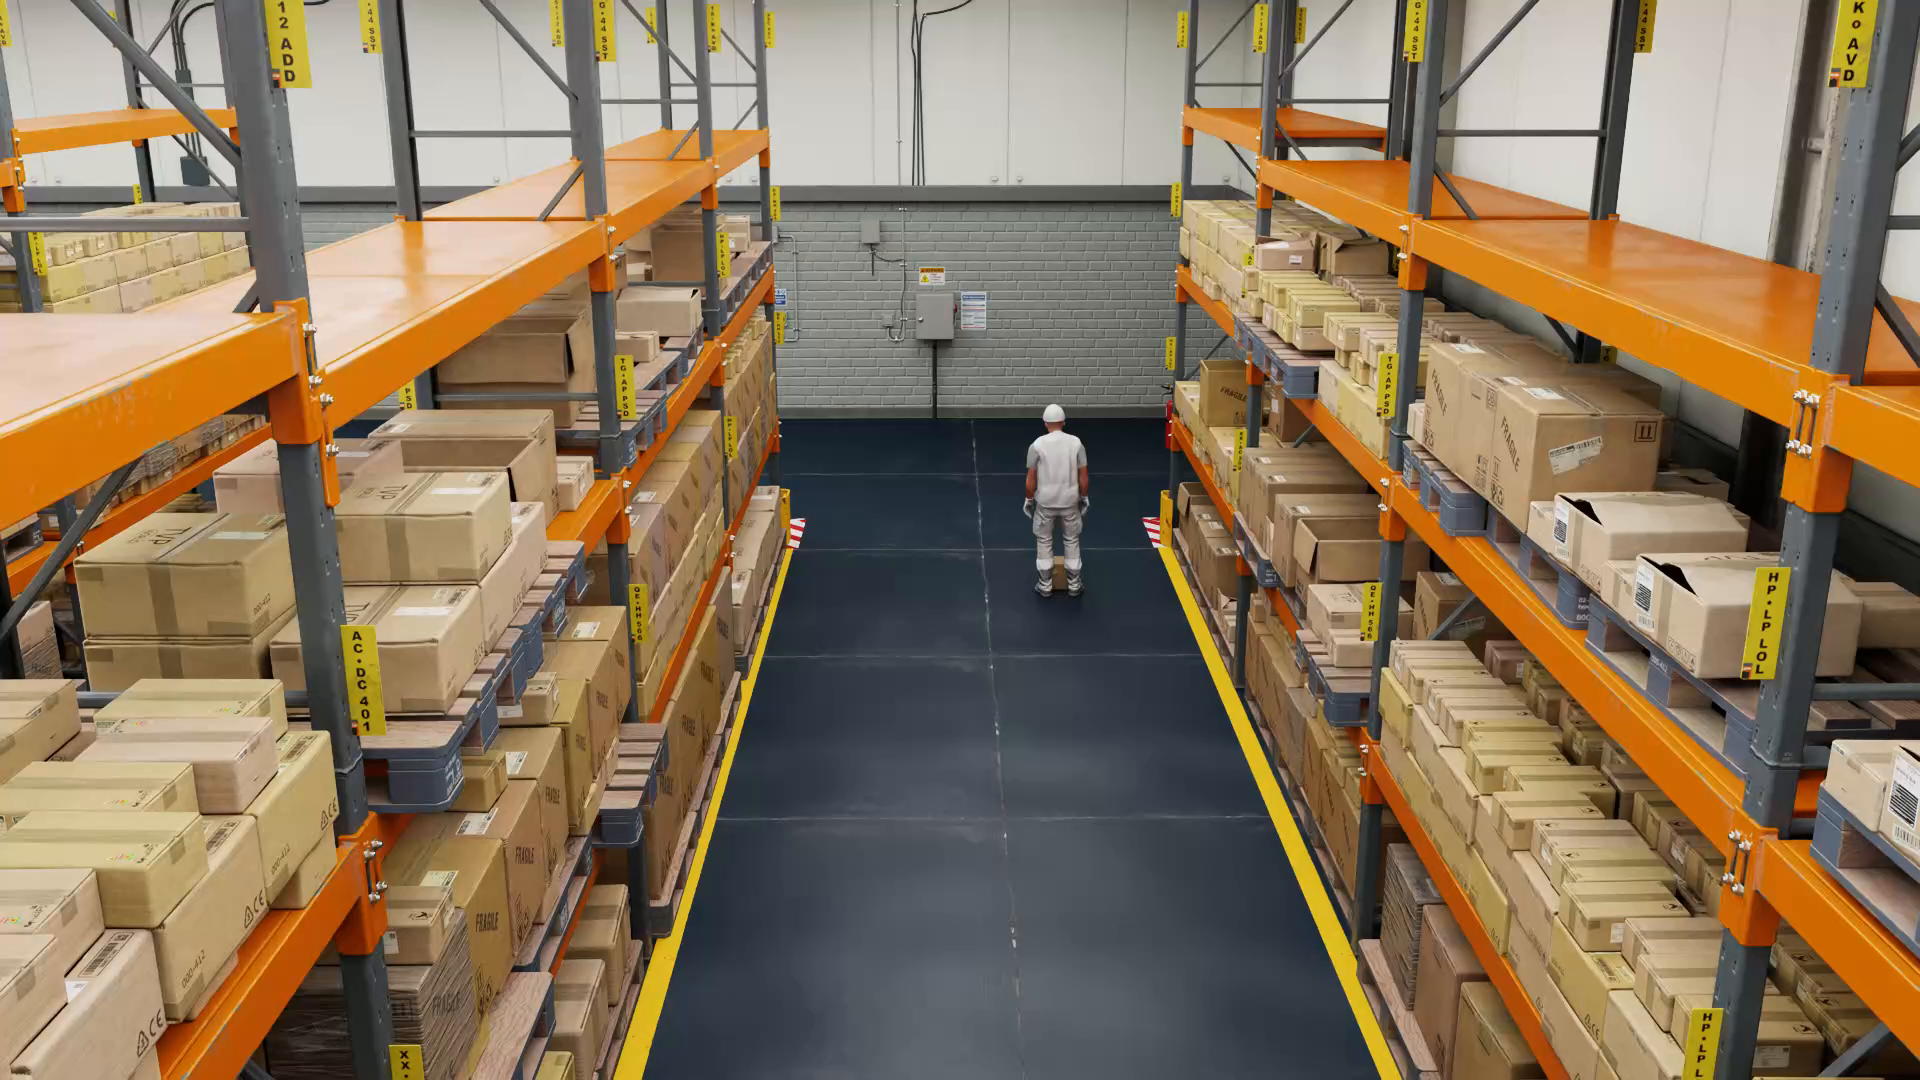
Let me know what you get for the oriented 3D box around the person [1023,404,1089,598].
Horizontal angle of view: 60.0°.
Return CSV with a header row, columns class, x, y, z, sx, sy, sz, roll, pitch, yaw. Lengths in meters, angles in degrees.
class,x,y,z,sx,sy,sz,roll,pitch,yaw
person,0.882,-0.354,15.184,0.610,1.777,0.451,-1,17,-4
